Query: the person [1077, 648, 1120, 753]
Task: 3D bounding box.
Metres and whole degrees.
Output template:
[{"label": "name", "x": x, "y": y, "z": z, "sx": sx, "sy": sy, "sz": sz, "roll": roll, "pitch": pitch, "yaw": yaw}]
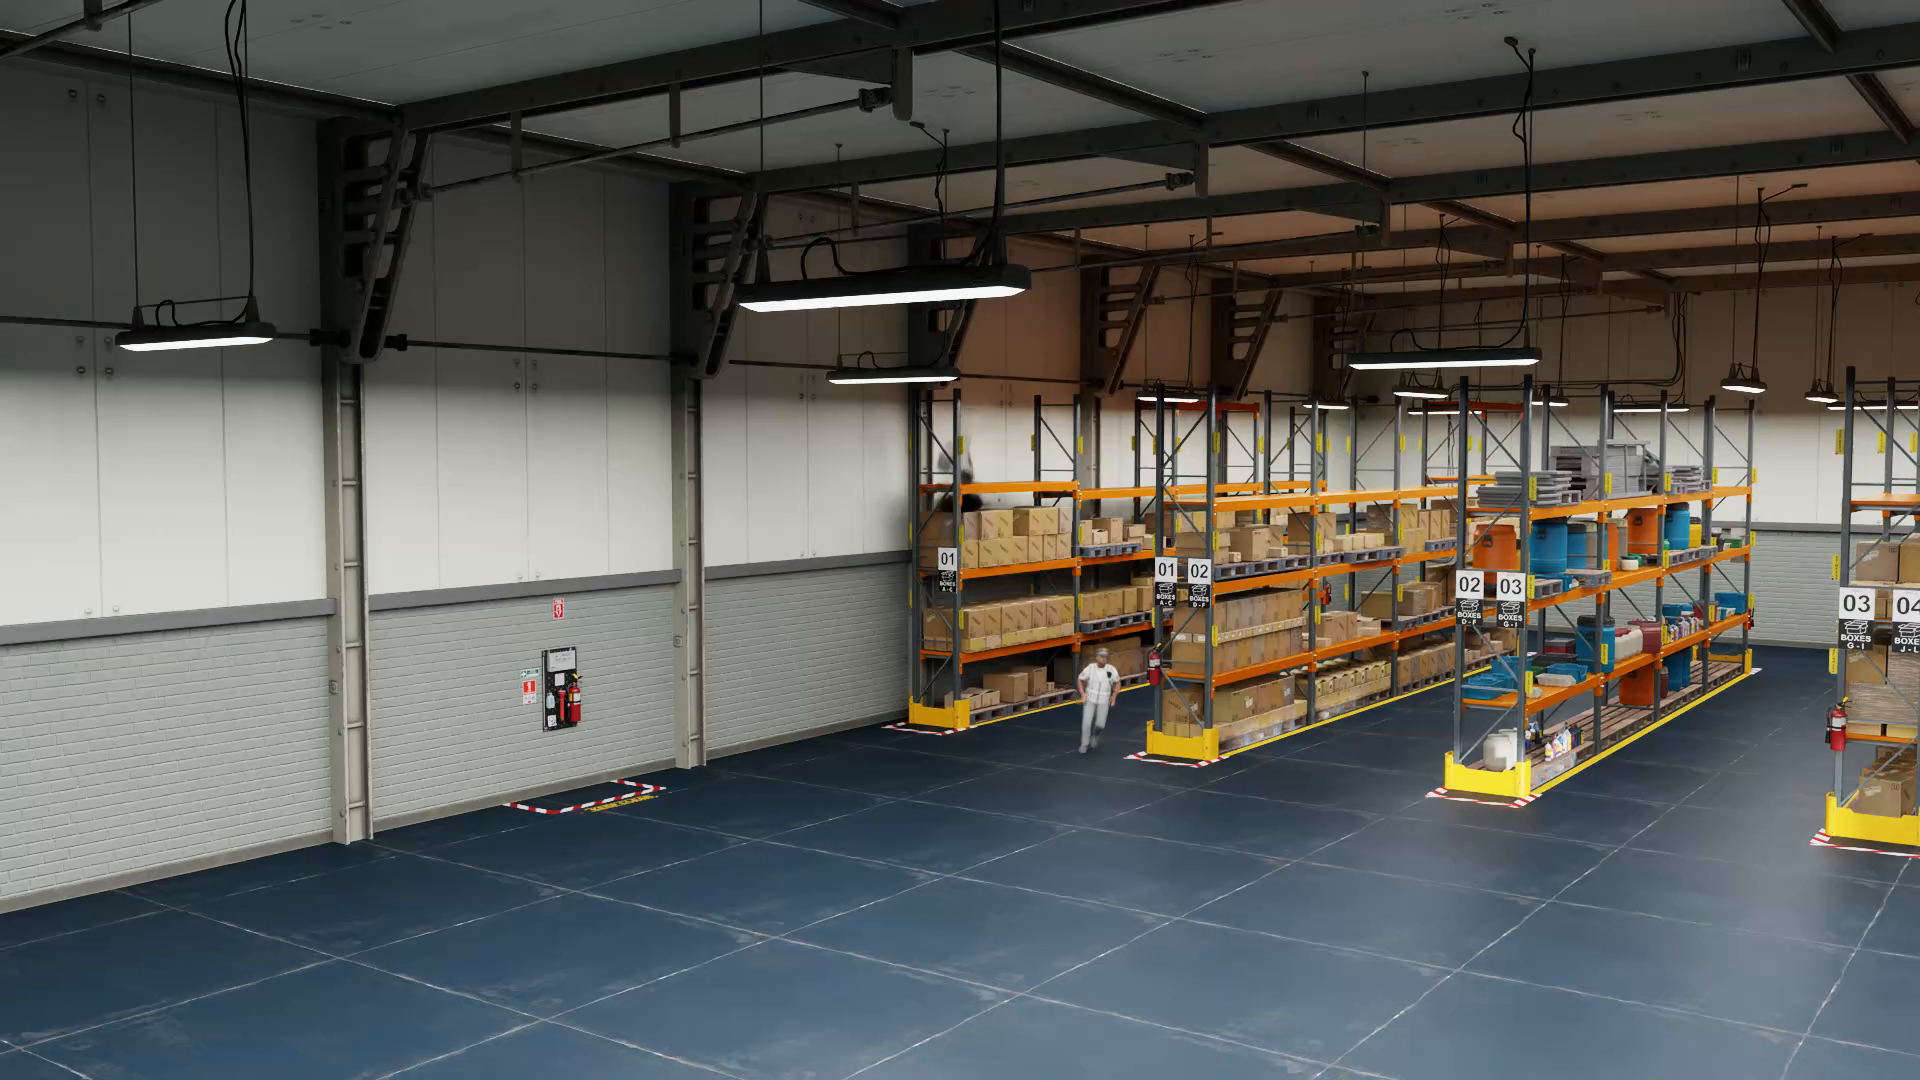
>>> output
[{"label": "person", "x": 2.257, "y": 2.610, "z": 27.075, "sx": 0.714, "sy": 1.723, "sz": 0.535, "roll": 0, "pitch": 3, "yaw": 4}]
